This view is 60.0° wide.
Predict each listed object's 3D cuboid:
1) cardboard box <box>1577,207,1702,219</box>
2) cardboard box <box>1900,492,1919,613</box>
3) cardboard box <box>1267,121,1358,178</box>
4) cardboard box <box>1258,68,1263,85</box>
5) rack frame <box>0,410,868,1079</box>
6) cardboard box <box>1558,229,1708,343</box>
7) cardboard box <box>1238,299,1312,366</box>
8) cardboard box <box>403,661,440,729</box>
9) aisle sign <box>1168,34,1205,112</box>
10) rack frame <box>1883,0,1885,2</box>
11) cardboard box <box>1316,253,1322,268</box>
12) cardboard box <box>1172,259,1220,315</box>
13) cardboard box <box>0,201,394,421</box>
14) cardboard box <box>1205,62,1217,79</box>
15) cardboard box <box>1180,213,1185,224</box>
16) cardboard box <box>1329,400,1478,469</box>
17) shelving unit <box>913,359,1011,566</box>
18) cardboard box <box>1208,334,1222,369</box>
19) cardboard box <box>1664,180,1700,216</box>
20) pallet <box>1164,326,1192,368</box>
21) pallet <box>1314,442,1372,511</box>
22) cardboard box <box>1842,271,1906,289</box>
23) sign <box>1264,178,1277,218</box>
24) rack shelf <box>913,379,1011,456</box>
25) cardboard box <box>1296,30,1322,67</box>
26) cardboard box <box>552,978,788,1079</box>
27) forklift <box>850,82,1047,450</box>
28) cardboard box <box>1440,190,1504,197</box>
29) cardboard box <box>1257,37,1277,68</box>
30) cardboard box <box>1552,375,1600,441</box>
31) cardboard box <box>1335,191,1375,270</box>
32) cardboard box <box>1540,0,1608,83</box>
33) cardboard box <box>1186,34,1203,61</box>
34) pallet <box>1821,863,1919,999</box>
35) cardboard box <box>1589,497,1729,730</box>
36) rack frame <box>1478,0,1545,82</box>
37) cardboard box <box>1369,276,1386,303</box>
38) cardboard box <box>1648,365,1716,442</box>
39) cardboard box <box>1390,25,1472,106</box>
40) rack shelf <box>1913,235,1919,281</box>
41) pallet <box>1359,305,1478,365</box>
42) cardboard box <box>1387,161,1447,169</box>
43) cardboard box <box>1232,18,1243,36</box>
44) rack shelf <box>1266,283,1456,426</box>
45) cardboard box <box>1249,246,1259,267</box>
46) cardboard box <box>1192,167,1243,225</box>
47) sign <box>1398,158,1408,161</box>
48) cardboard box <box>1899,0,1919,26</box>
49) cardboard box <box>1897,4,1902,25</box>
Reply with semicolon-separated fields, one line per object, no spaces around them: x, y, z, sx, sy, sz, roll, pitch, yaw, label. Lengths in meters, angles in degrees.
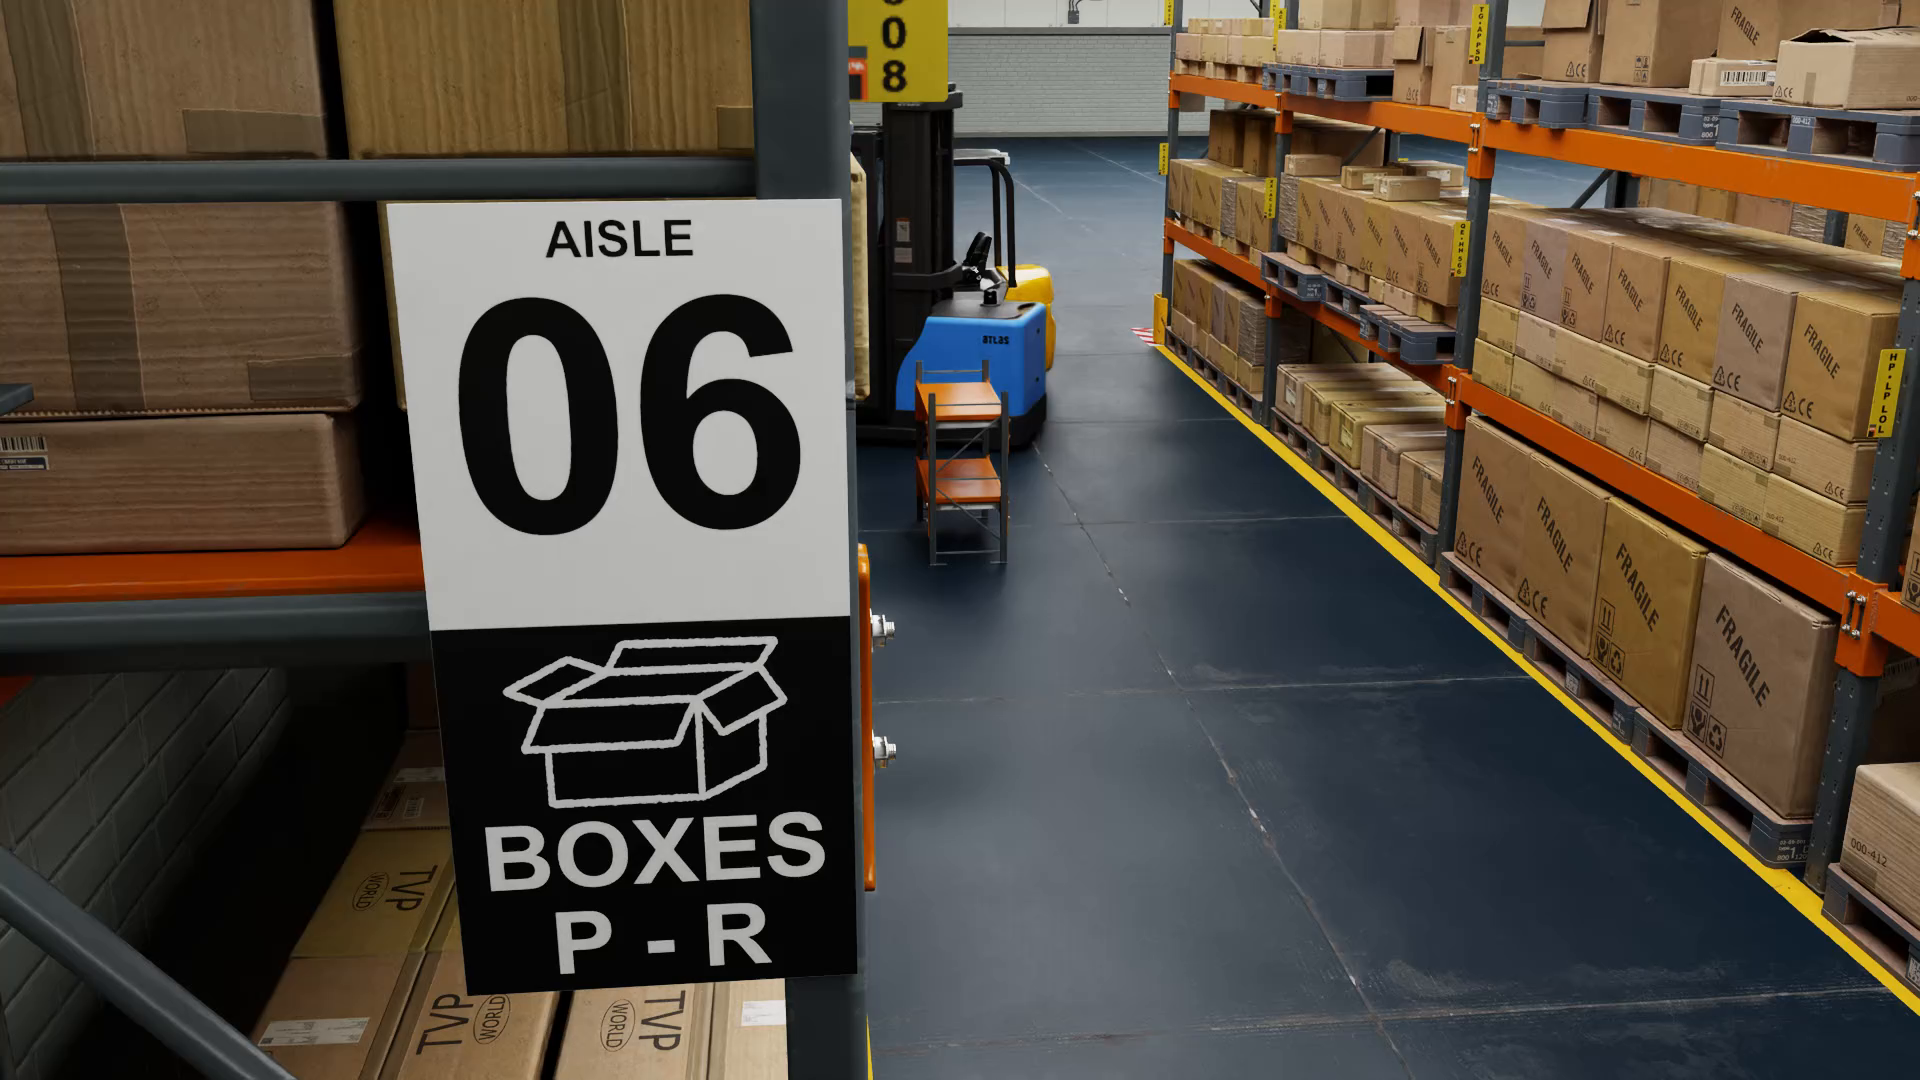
3.824;-1.610;9.460;0.500;0.500;0.500;-2;18;-7;cardboard box
3.711;0.061;5.808;0.500;0.500;0.500;-1;17;-4;cardboard box
3.213;-3.530;15.081;0.700;0.500;0.500;-2;18;-7;cardboard box
2.774;-3.972;14.232;0.380;0.149;0.250;-2;18;-5;cardboard box
-0.601;1.307;2.006;1.000;3.000;0.127;-2;18;-6;rack frame
3.417;-1.299;8.471;0.500;0.500;0.500;-1;17;-4;cardboard box
2.770;-1.837;14.658;0.500;0.500;0.500;-2;18;-6;cardboard box
-1.124;0.139;4.228;0.500;0.500;0.500;-2;18;-7;cardboard box
2.371;-4.864;17.321;0.394;0.787;0.004;-2;18;-6;aisle sign
8.012;-5.468;13.570;1.000;3.000;0.127;-2;18;-6;rack frame
2.963;-2.172;12.806;0.380;0.149;0.250;-1;17;-2;cardboard box
2.497;-2.605;17.103;0.500;0.500;0.500;-2;18;-7;cardboard box
-0.917;-0.319;1.930;0.500;0.250;0.500;-2;18;-7;cardboard box
2.534;-4.432;15.698;0.380;0.149;0.250;-2;17;-5;cardboard box
2.515;-3.387;17.377;0.380;0.149;0.250;-2;18;-5;cardboard box
3.306;-0.792;12.377;0.950;0.372;0.625;-1;17;-4;cardboard box
0.001;-0.535;11.002;0.538;1.125;1.048;-2;18;-6;shelving unit
2.657;-1.789;15.757;0.500;0.250;0.500;-2;17;-5;cardboard box
7.694;-3.426;16.831;0.875;0.550;0.550;-2;18;-6;cardboard box
2.742;-2.018;17.253;1.003;0.211;1.213;-2;18;-6;pallet
3.309;-0.496;12.404;1.003;0.211;1.213;-2;18;-6;pallet
4.084;-0.855;7.055;0.500;0.500;0.500;-2;18;-6;cardboard box
2.559;-2.817;13.695;0.100;0.325;0.005;-2;18;-6;sign
0.001;-0.814;10.915;0.538;0.278;1.000;-2;18;-6;rack shelf
2.813;-3.645;12.321;0.500;0.250;0.500;-2;18;-6;cardboard box
-0.432;0.943;2.919;0.500;0.250;0.500;-2;17;-5;cardboard box
-0.835;-2.344;13.750;3.031;2.935;1.130;4;18;13;forklift
3.529;-2.224;11.890;0.500;0.500;0.500;-2;18;-8;cardboard box
2.785;-4.048;13.808;0.500;0.250;0.500;-2;18;-6;cardboard box
3.430;-0.697;8.639;0.500;0.250;0.500;-1;17;-4;cardboard box
3.015;-2.214;11.858;0.500;0.500;0.500;-2;18;-8;cardboard box
3.700;-2.804;9.219;0.797;0.503;0.637;-3;18;-9;cardboard box
2.515;-4.807;16.228;0.500;0.250;0.500;-2;18;-6;cardboard box
3.924;1.520;5.982;1.003;0.211;1.213;-2;18;-6;pallet
3.679;0.323;7.986;0.875;0.875;0.875;-1;17;-4;cardboard box
3.511;-4.093;9.191;1.000;3.000;0.127;-2;18;-6;rack frame
3.013;-1.710;11.334;0.380;0.149;0.250;-1;17;-5;cardboard box
3.518;-0.633;7.600;0.500;0.250;0.500;-1;17;-4;cardboard box
3.325;-3.165;11.070;0.797;0.503;0.637;-2;18;-6;cardboard box
4.130;-0.531;4.054;1.077;0.370;4.000;-2;18;-6;rack shelf
3.331;-1.348;10.784;1.213;0.211;1.003;-2;18;-6;pallet
3.455;-2.787;12.598;0.380;0.149;0.250;-2;18;-7;cardboard box
2.648;-4.586;14.859;0.380;0.149;0.250;-2;17;-5;cardboard box
3.305;-1.483;12.096;1.077;0.370;4.000;-2;18;-6;rack shelf
2.729;-2.463;14.435;0.380;0.149;0.250;-1;17;-4;cardboard box
2.569;-3.348;16.171;0.500;0.500;0.500;-2;18;-7;cardboard box
3.650;-2.993;13.770;0.100;0.325;0.005;-2;18;-6;sign
4.121;-1.990;6.632;0.500;0.500;0.500;-2;18;-7;cardboard box
8.240;-4.509;14.411;0.500;0.250;0.500;-2;18;-5;cardboard box
